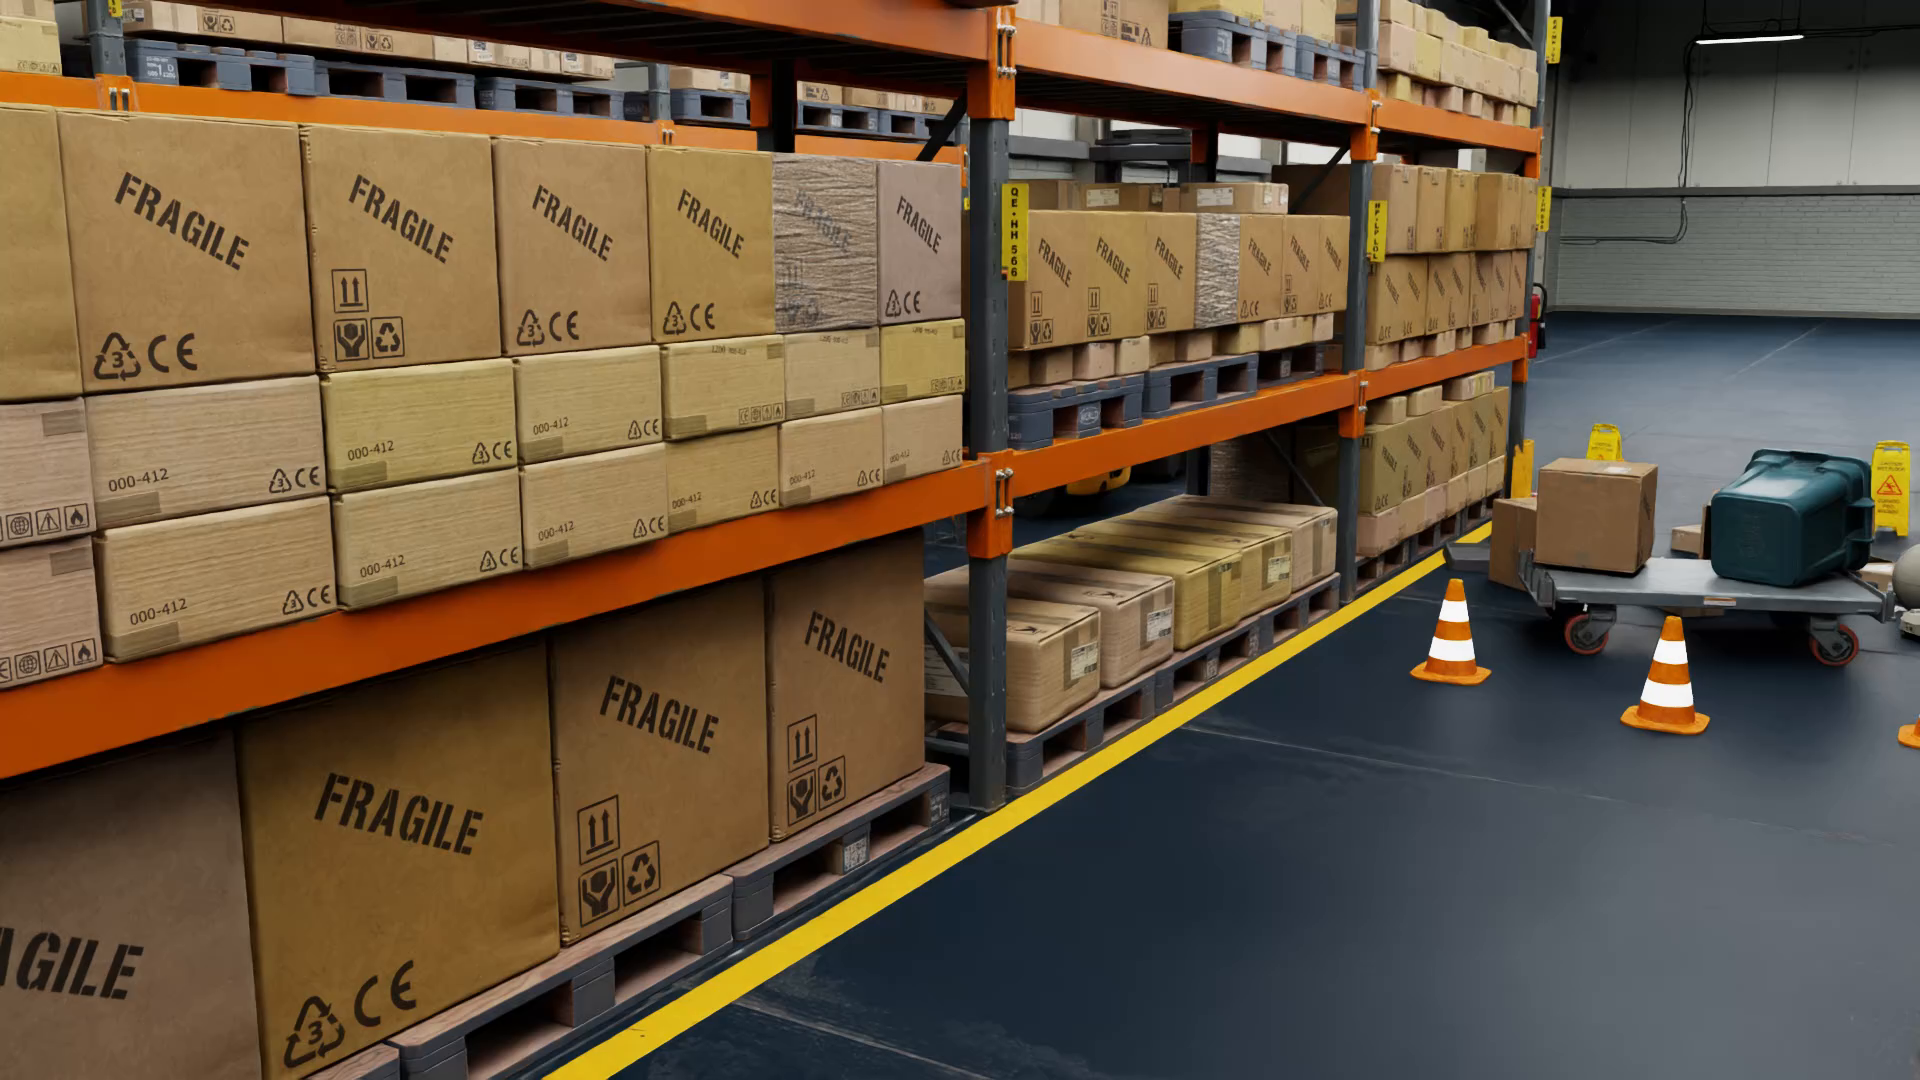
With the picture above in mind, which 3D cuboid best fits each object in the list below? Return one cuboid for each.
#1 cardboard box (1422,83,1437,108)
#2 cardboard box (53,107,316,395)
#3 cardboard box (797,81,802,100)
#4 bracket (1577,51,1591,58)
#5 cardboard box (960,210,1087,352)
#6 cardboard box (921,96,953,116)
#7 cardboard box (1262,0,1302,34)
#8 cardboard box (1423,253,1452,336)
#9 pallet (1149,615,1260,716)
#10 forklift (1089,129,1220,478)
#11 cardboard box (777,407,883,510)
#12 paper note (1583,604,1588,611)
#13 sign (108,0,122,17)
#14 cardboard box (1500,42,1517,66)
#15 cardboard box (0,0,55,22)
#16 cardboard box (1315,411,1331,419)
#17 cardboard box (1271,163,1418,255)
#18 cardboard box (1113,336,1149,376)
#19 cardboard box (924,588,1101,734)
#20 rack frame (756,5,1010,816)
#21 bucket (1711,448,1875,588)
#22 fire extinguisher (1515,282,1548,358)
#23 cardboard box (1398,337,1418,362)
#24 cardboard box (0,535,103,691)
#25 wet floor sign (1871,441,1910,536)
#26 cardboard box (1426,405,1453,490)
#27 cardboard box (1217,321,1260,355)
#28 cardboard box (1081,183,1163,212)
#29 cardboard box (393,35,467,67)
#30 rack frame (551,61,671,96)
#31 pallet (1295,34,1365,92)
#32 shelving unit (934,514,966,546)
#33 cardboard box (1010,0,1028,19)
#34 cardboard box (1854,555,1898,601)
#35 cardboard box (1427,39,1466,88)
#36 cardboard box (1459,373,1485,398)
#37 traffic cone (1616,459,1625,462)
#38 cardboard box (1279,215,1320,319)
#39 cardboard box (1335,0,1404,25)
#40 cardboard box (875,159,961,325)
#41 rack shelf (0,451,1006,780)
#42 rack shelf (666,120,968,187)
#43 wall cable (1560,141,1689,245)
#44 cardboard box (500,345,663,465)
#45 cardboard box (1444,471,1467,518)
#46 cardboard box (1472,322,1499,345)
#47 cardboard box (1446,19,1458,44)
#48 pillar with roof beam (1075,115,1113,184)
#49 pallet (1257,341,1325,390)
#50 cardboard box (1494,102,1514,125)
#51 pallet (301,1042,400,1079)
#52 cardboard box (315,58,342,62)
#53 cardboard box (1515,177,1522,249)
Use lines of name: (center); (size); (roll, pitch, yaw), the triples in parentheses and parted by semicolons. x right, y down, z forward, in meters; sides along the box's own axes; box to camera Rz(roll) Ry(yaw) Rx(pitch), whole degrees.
cardboard box: (2.689, -2.699, 10.165); (0.380, 0.149, 0.250); (6, 12, 29)
cardboard box: (-1.651, -0.567, 3.259); (0.500, 0.500, 0.500); (6, 12, 30)
cardboard box: (-1.426, -3.502, 12.727); (0.396, 0.266, 0.258); (6, 12, 29)
bracket: (15.506, -11.987, 41.163); (0.076, 0.066, 3.189); (6, 12, 31)
cardboard box: (0.142, -0.982, 6.241); (0.500, 0.500, 0.500); (6, 12, 29)
cardboard box: (-0.401, -3.949, 14.477); (0.500, 0.500, 0.500); (7, 13, 33)
cardboard box: (1.341, -2.583, 8.128); (0.500, 0.250, 0.500); (7, 12, 31)
cardboard box: (2.767, -1.557, 10.456); (0.500, 0.500, 0.500); (6, 12, 30)
pallet: (0.752, 0.525, 7.989); (1.003, 0.211, 1.213); (6, 12, 31)
forklift: (1.842, -2.193, 15.118); (1.130, 2.935, 3.031); (5, 12, 24)
cardboard box: (-0.581, -0.272, 5.075); (0.500, 0.250, 0.500); (7, 12, 32)
paper note: (3.521, 0.378, 9.264); (0.148, 0.019, 0.142); (6, 12, 31)
sign: (-4.071, -2.681, 7.984); (0.100, 0.325, 0.005); (6, 12, 31)
cardboard box: (3.658, -3.372, 11.595); (0.380, 0.149, 0.250); (6, 12, 30)
cardboard box: (-4.512, -2.523, 7.866); (0.380, 0.149, 0.250); (7, 13, 32)
cardboard box: (2.128, -0.583, 10.624); (0.500, 0.500, 0.500); (7, 12, 32)
cardboard box: (2.201, -1.896, 9.547); (0.700, 0.500, 0.500); (6, 12, 30)
cardboard box: (0.556, -0.769, 6.866); (0.380, 0.149, 0.250); (6, 12, 31)
cardboard box: (0.013, 0.466, 6.729); (0.950, 0.372, 0.625); (5, 12, 27)
rack frame: (-0.289, -0.531, 6.056); (1.000, 3.000, 0.127); (6, 12, 31)
bucket: (4.171, -0.083, 8.427); (0.620, 0.611, 0.726); (-20, 21, -35)
fire extinguisher: (4.318, -1.726, 12.645); (0.296, 0.674, 0.183); (6, 12, 31)
cardboard box: (2.582, -1.181, 10.208); (0.380, 0.149, 0.250); (7, 13, 32)
cardboard box: (-1.912, 0.127, 2.944); (0.500, 0.250, 0.500); (6, 12, 29)
wet floor sign: (6.470, -0.369, 11.587); (0.267, 0.644, 0.232); (4, 11, 21)
cardboard box: (2.863, -0.618, 10.810); (0.500, 0.500, 0.500); (7, 13, 34)
cardboard box: (1.215, -0.977, 7.978); (0.380, 0.149, 0.250); (6, 12, 31)
cardboard box: (0.765, -1.660, 8.102); (0.380, 0.149, 0.250); (7, 13, 34)
cardboard box: (-3.168, -2.917, 9.919); (0.380, 0.149, 0.250); (6, 12, 30)
rack frame: (-2.457, -4.583, 11.394); (1.000, 3.000, 0.127); (6, 12, 31)
pallet: (1.376, -2.456, 8.693); (1.213, 0.211, 1.003); (6, 12, 31)
shelving unit: (-0.028, -0.508, 11.227); (0.215, 1.050, 0.252); (6, 12, 31)
cardboard box: (0.020, -1.916, 5.981); (0.380, 0.149, 0.250); (6, 12, 31)
cardboard box: (5.389, 0.194, 9.611); (0.396, 0.266, 0.258); (9, 14, 40)
cardboard box: (2.781, -2.910, 10.209); (0.500, 0.250, 0.500); (7, 12, 31)
cardboard box: (3.405, -1.078, 11.504); (0.380, 0.149, 0.250); (7, 12, 32)
traffic cone: (4.744, -0.352, 11.991); (0.336, 0.463, 0.334); (6, 12, 31)
cardboard box: (1.488, -1.390, 8.419); (0.500, 0.500, 0.500); (6, 12, 31)
cardboard box: (2.230, -2.922, 9.188); (0.380, 0.149, 0.250); (6, 12, 30)
cardboard box: (-0.334, -0.966, 5.387); (0.500, 0.500, 0.500); (6, 12, 29)
rack shelf: (-1.327, 0.137, 4.442); (1.077, 0.370, 4.000); (6, 12, 31)
rack shelf: (-1.418, -3.070, 13.417); (1.077, 0.370, 4.000); (6, 12, 31)
wall cable: (16.723, -8.718, 41.917); (3.097, 2.526, 0.112); (6, 12, 31)
cardboard box: (-1.104, -0.358, 4.178); (0.500, 0.250, 0.500); (6, 12, 29)
cardboard box: (3.132, -0.328, 11.301); (0.500, 0.250, 0.500); (6, 12, 29)
cardboard box: (3.557, -1.455, 11.671); (0.380, 0.149, 0.250); (7, 12, 32)
cardboard box: (2.860, -3.132, 10.310); (0.380, 0.149, 0.250); (6, 12, 30)
pillar with roof beam: (5.283, -5.721, 17.473); (9.100, 9.000, 0.400); (6, 12, 31)
pallet: (1.267, -0.960, 8.866); (1.003, 0.211, 1.213); (6, 12, 31)
cardboard box: (3.650, -2.977, 11.650); (0.380, 0.149, 0.250); (7, 13, 32)
pallet: (-2.030, 1.340, 3.639); (1.003, 0.211, 1.213); (6, 12, 31)
cardboard box: (-3.865, -2.899, 9.775); (0.380, 0.166, 0.250); (6, 12, 31)
cardboard box: (3.517, -2.296, 11.686); (0.700, 0.500, 0.500); (7, 12, 31)
